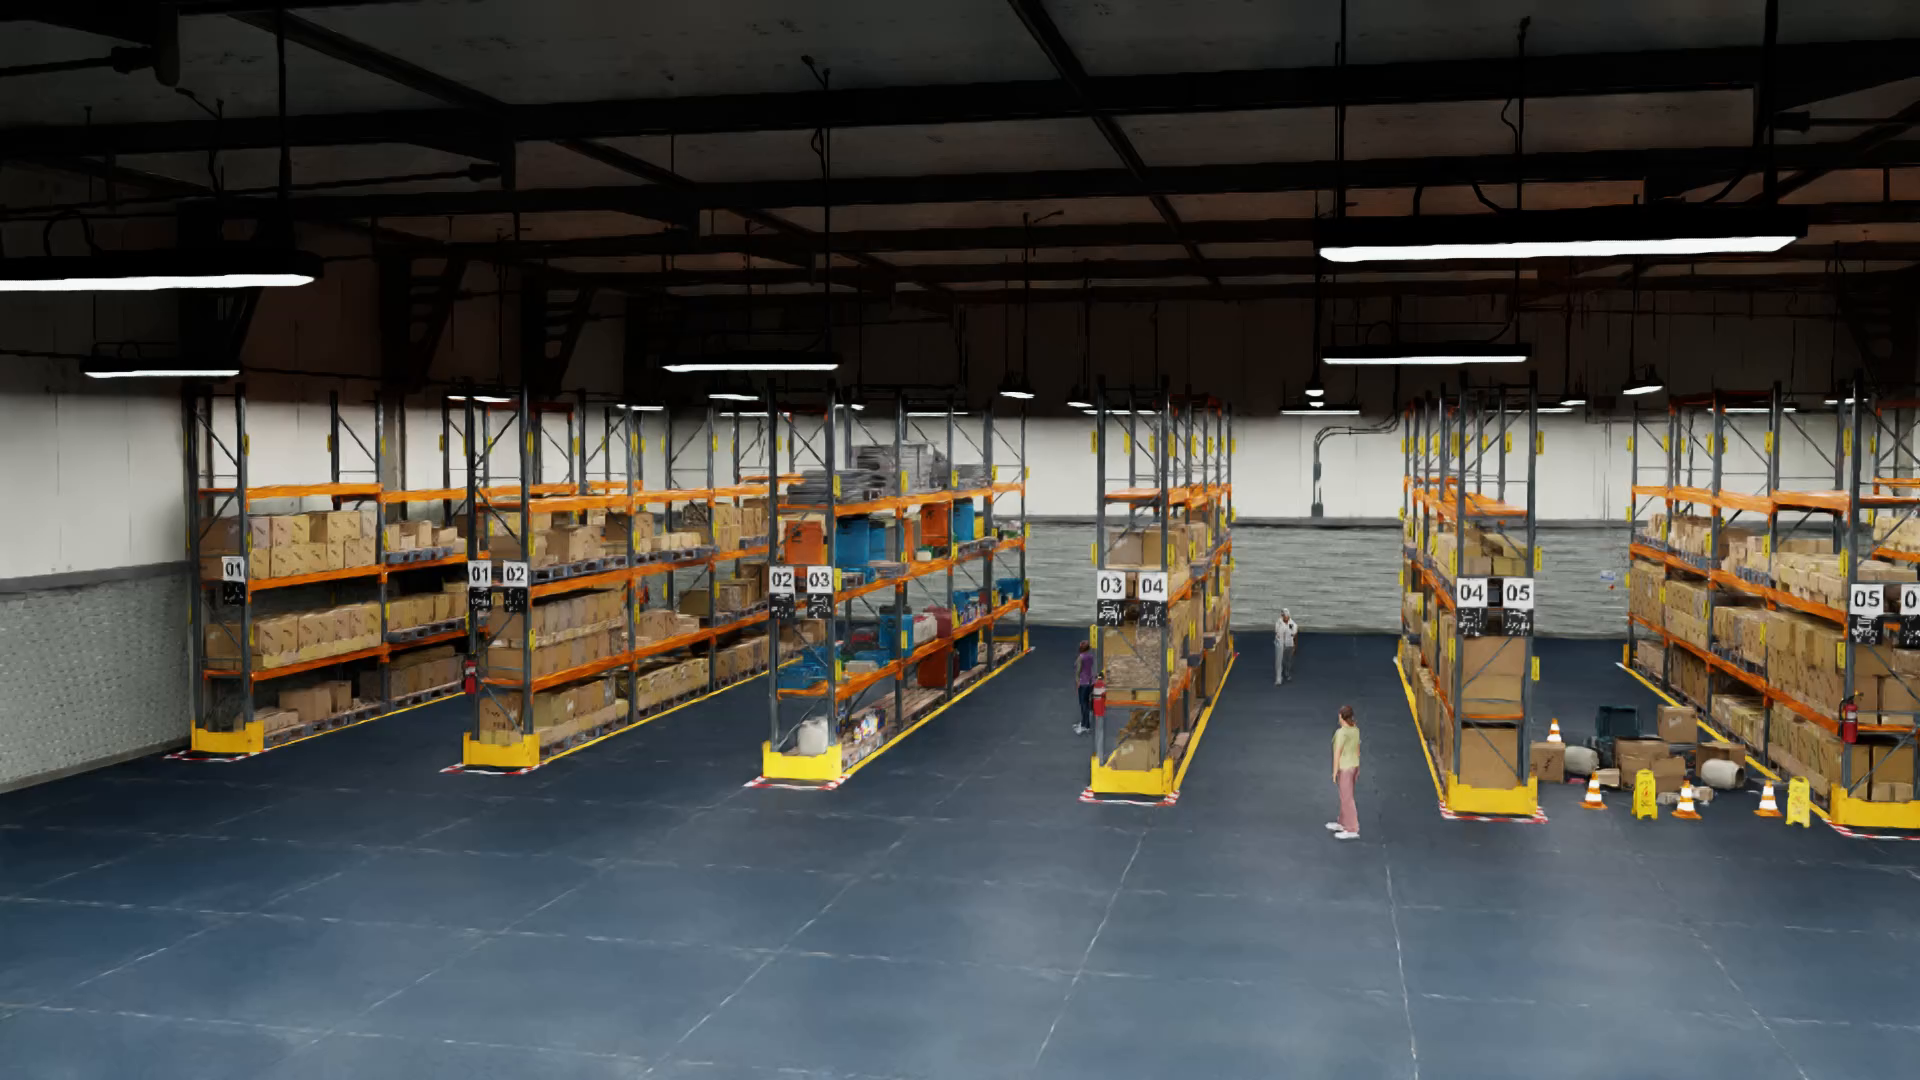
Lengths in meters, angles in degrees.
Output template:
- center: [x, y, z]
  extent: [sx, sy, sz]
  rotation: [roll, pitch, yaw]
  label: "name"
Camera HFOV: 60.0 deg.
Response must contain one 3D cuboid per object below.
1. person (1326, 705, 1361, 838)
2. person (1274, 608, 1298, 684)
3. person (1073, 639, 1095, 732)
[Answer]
- center: [4.918, 2.931, 21.304]
  extent: [0.564, 1.665, 0.534]
  rotation: [3, 4, 42]
  label: "person"
- center: [6.832, 2.201, 34.838]
  extent: [0.482, 1.579, 1.082]
  rotation: [1, 3, 11]
  label: "person"
- center: [2.145, 2.532, 29.035]
  extent: [0.450, 1.599, 0.467]
  rotation: [3, 4, 41]
  label: "person"
